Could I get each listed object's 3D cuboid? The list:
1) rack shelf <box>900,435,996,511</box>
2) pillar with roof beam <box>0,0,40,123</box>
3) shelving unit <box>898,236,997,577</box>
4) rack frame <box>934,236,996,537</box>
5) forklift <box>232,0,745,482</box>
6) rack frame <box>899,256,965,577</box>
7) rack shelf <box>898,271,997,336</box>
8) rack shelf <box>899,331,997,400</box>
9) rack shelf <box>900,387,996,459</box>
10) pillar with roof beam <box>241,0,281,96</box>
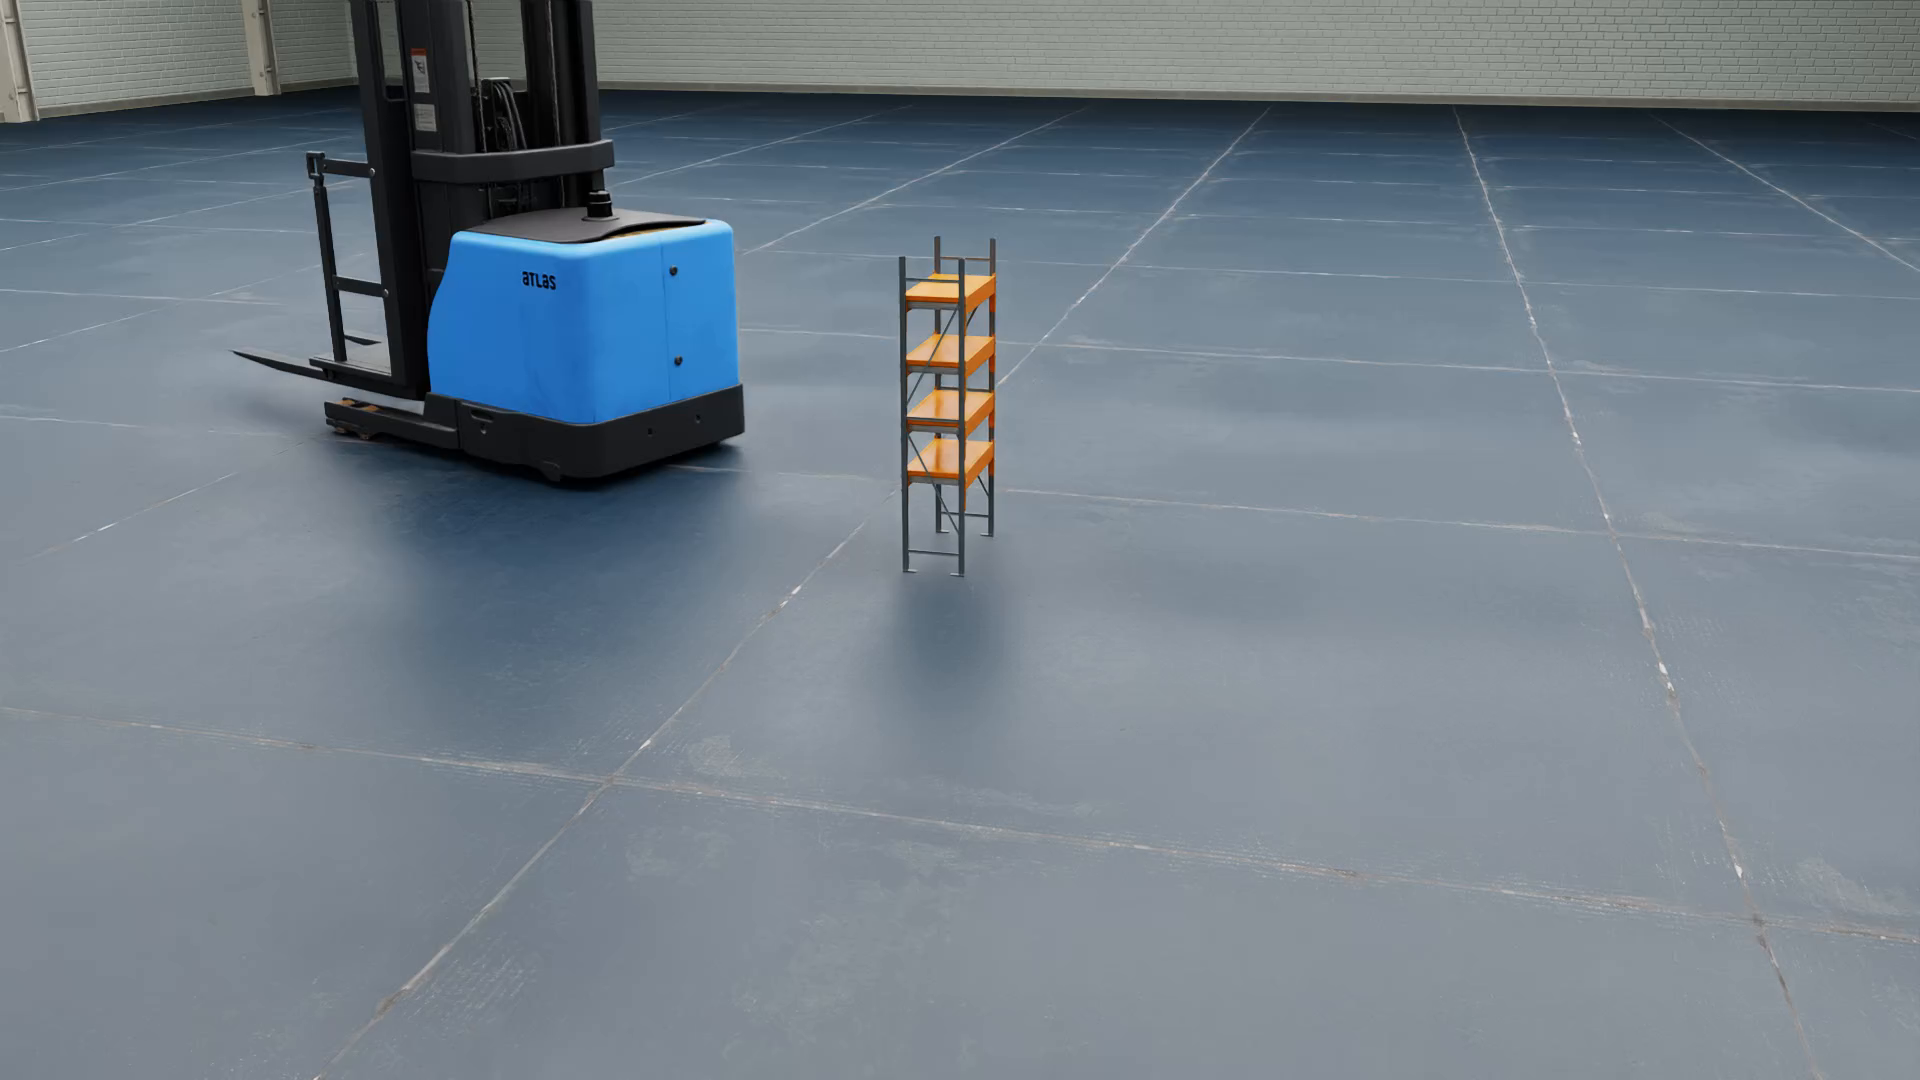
[{"bbox_3d":[-0.040,-0.264,6.428,0.258,0.148,0.480,5,19,13],"label":"rack shelf"},{"bbox_3d":[-10.178,-10.324,22.992,9.100,9.000,0.400,5,19,13],"label":"pillar with roof beam"},{"bbox_3d":[-0.040,-0.516,6.342,0.258,1.200,0.503,5,19,13],"label":"shelving unit"},{"bbox_3d":[0.019,-0.592,6.566,0.240,1.200,0.015,5,19,13],"label":"rack frame"},{"bbox_3d":[-2.523,-2.000,8.008,3.031,2.935,1.130,13,23,34],"label":"forklift"},{"bbox_3d":[-0.100,-0.439,6.118,0.240,1.200,0.015,5,19,13],"label":"rack frame"},{"bbox_3d":[-0.040,-0.888,6.215,0.258,0.148,0.480,5,19,13],"label":"rack shelf"},{"bbox_3d":[-0.040,-0.664,6.291,0.258,0.148,0.480,5,19,13],"label":"rack shelf"},{"bbox_3d":[-0.040,-0.452,6.363,0.258,0.148,0.480,5,19,13],"label":"rack shelf"},{"bbox_3d":[-8.712,-12.205,28.498,9.100,9.000,0.400,5,19,13],"label":"pillar with roof beam"}]
